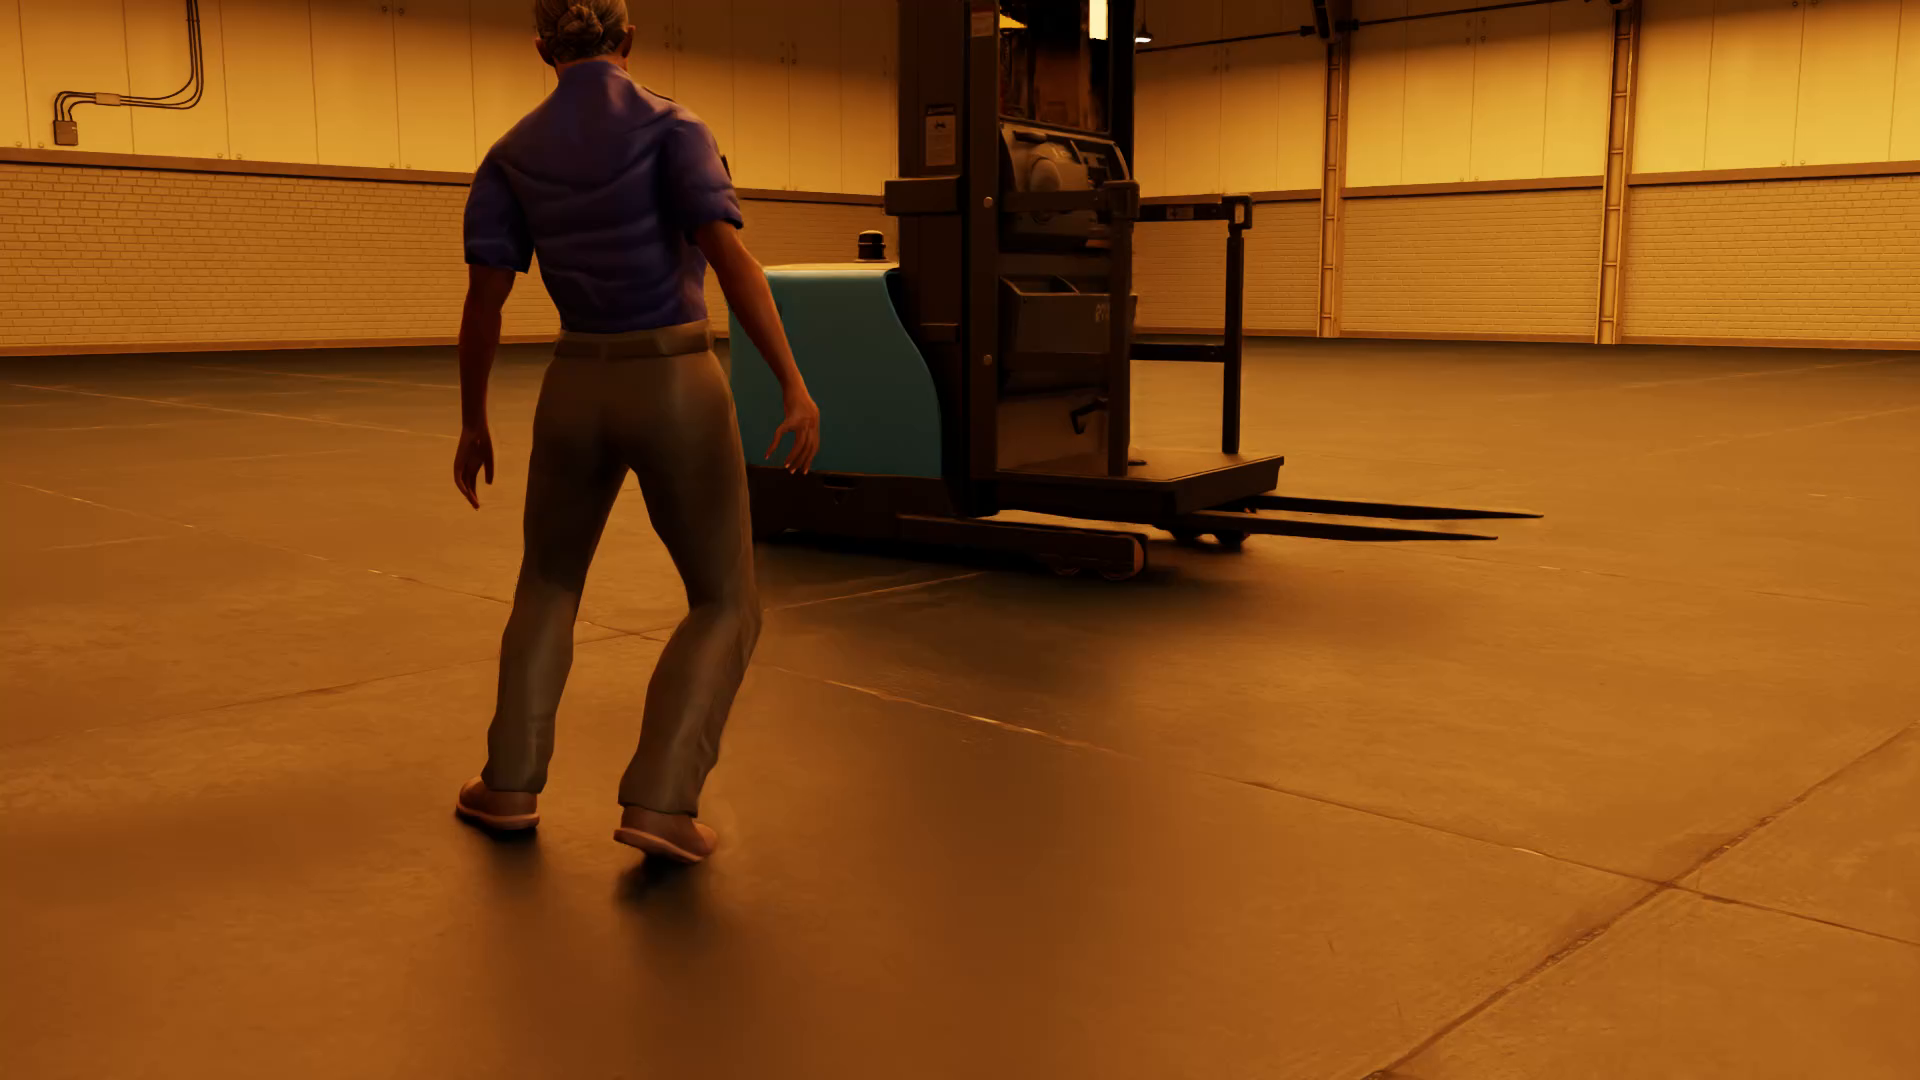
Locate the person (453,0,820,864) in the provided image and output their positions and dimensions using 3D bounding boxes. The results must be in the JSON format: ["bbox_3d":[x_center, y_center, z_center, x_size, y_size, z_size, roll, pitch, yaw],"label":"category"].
[{"bbox_3d":[-0.617,-0.222,2.980,0.817,1.606,0.470,3,9,21],"label":"person"}]

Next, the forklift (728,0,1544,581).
[{"bbox_3d":[0.583,-1.396,6.148,3.031,2.935,1.130,5,10,32],"label":"forklift"}]
